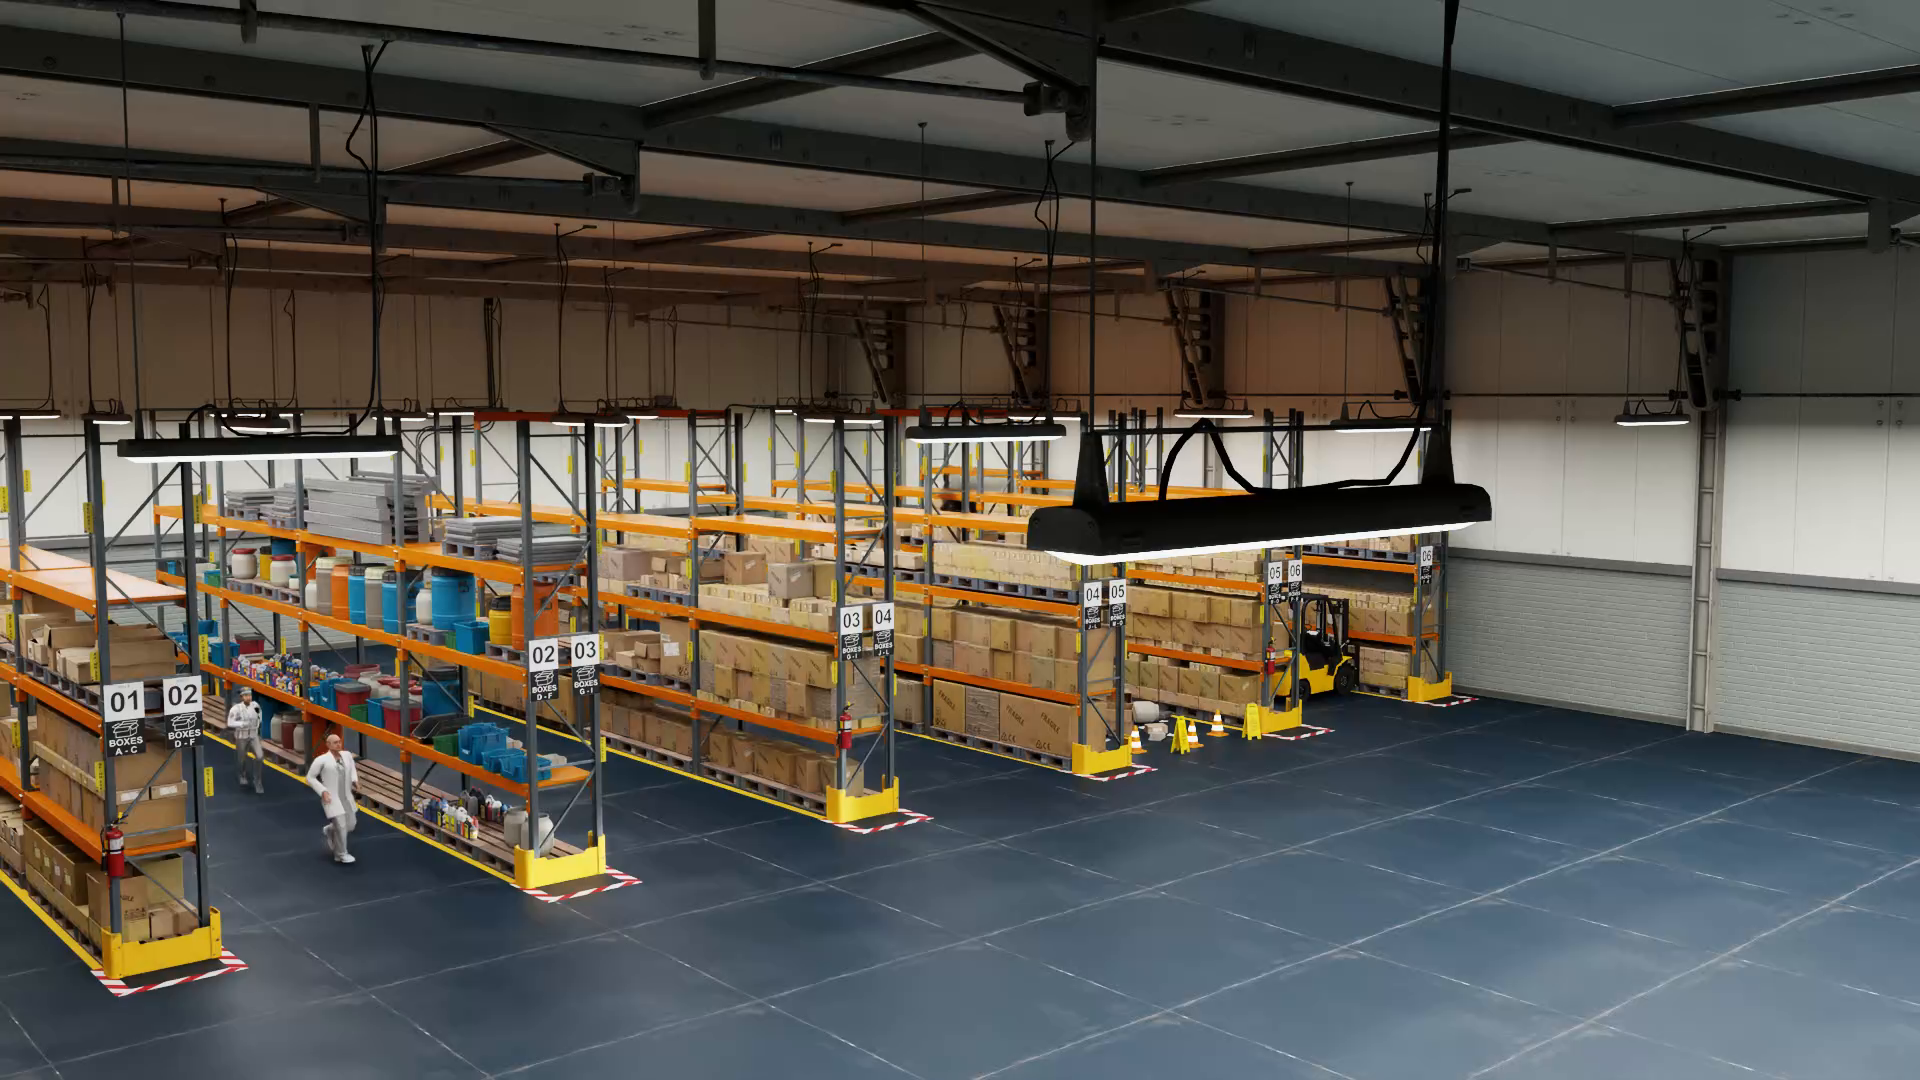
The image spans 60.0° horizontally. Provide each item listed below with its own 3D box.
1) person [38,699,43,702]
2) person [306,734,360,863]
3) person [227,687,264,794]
[{"bbox_3d":[-16.028,2.903,29.330,0.662,1.776,0.904,-5,7,-43],"label":"person"},{"bbox_3d":[-8.471,3.485,22.509,0.724,1.734,0.703,4,6,36],"label":"person"},{"bbox_3d":[-11.395,3.177,26.517,0.588,1.736,0.793,-4,6,-37],"label":"person"}]
